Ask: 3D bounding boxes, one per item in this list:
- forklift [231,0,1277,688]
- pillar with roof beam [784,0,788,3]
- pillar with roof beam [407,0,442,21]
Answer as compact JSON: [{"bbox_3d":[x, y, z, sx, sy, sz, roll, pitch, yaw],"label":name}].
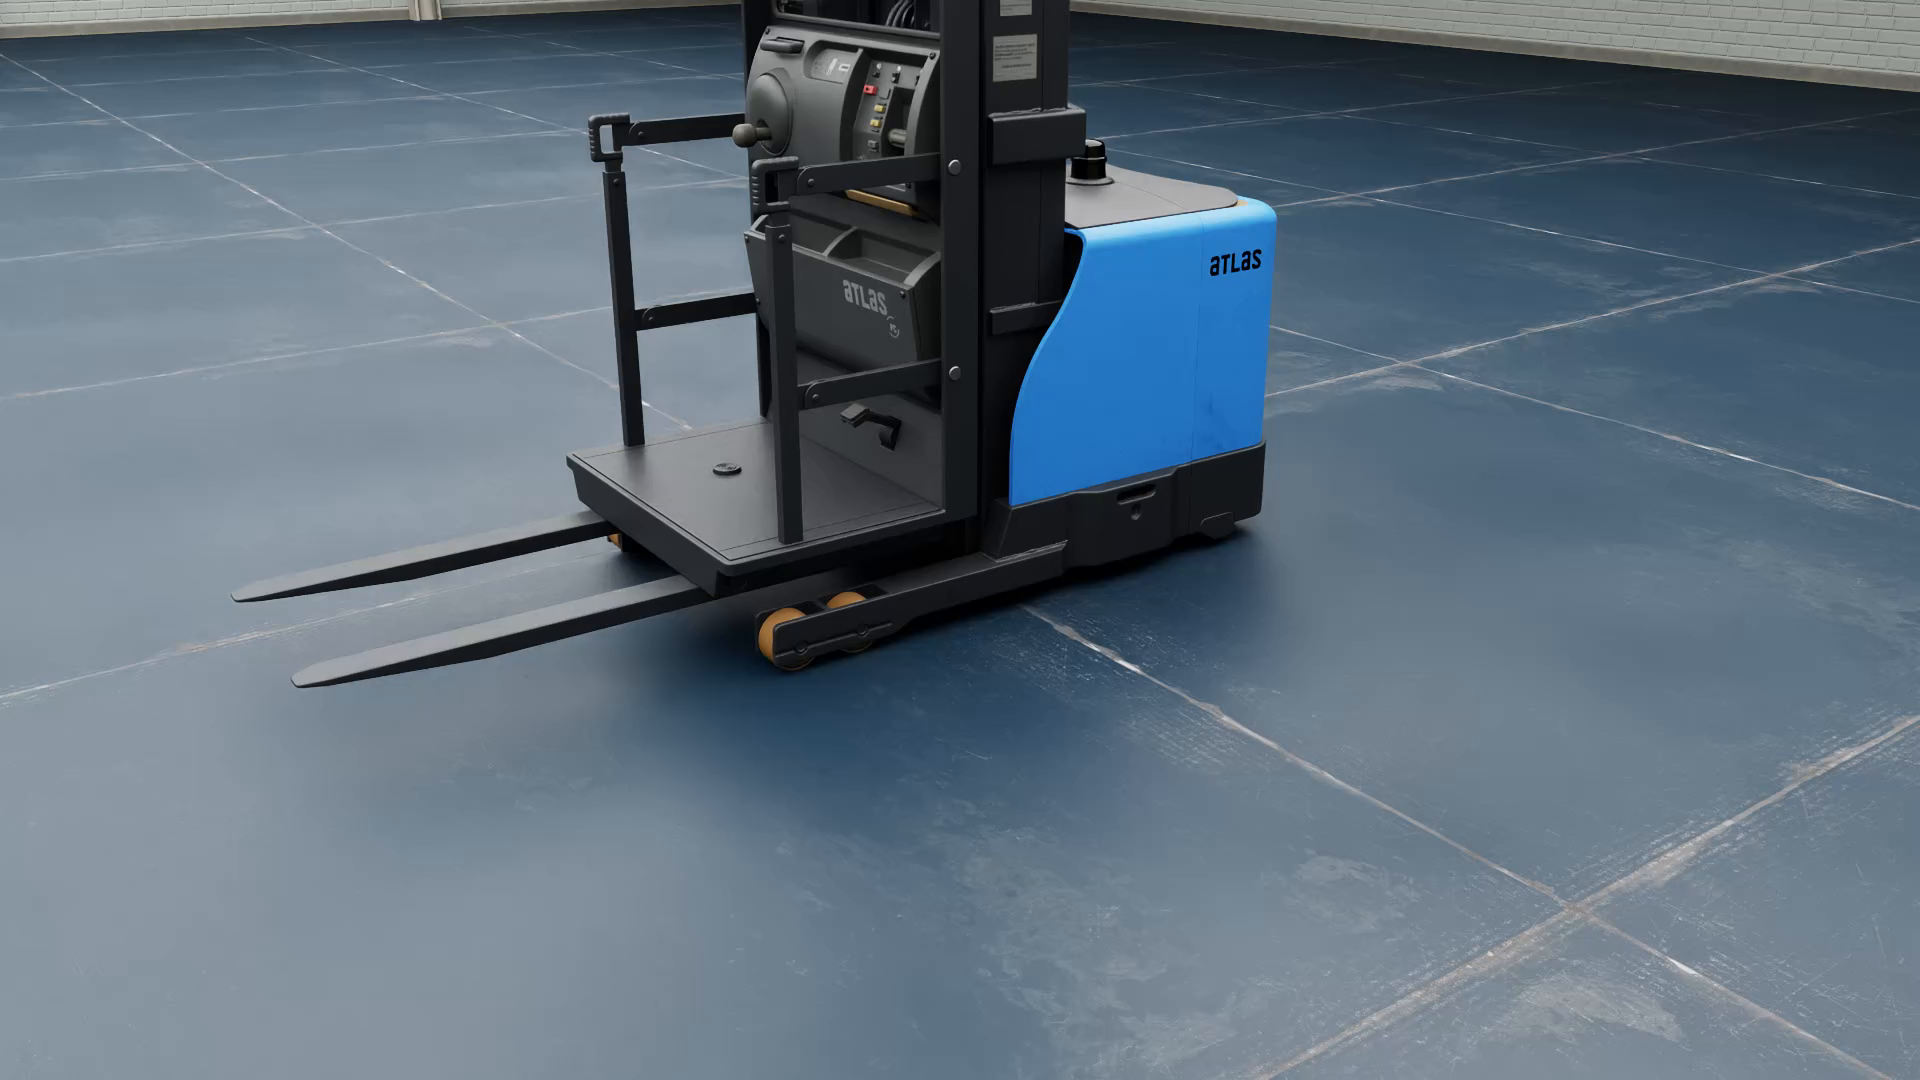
[{"bbox_3d":[-0.513,-1.229,4.523,3.031,2.935,1.130,-14,26,-32],"label":"forklift"},{"bbox_3d":[-0.664,-12.029,23.400,0.400,9.000,9.100,-15,26,-33],"label":"pillar with roof beam"},{"bbox_3d":[-5.535,-10.730,20.145,0.400,9.000,9.100,-15,26,-33],"label":"pillar with roof beam"}]
